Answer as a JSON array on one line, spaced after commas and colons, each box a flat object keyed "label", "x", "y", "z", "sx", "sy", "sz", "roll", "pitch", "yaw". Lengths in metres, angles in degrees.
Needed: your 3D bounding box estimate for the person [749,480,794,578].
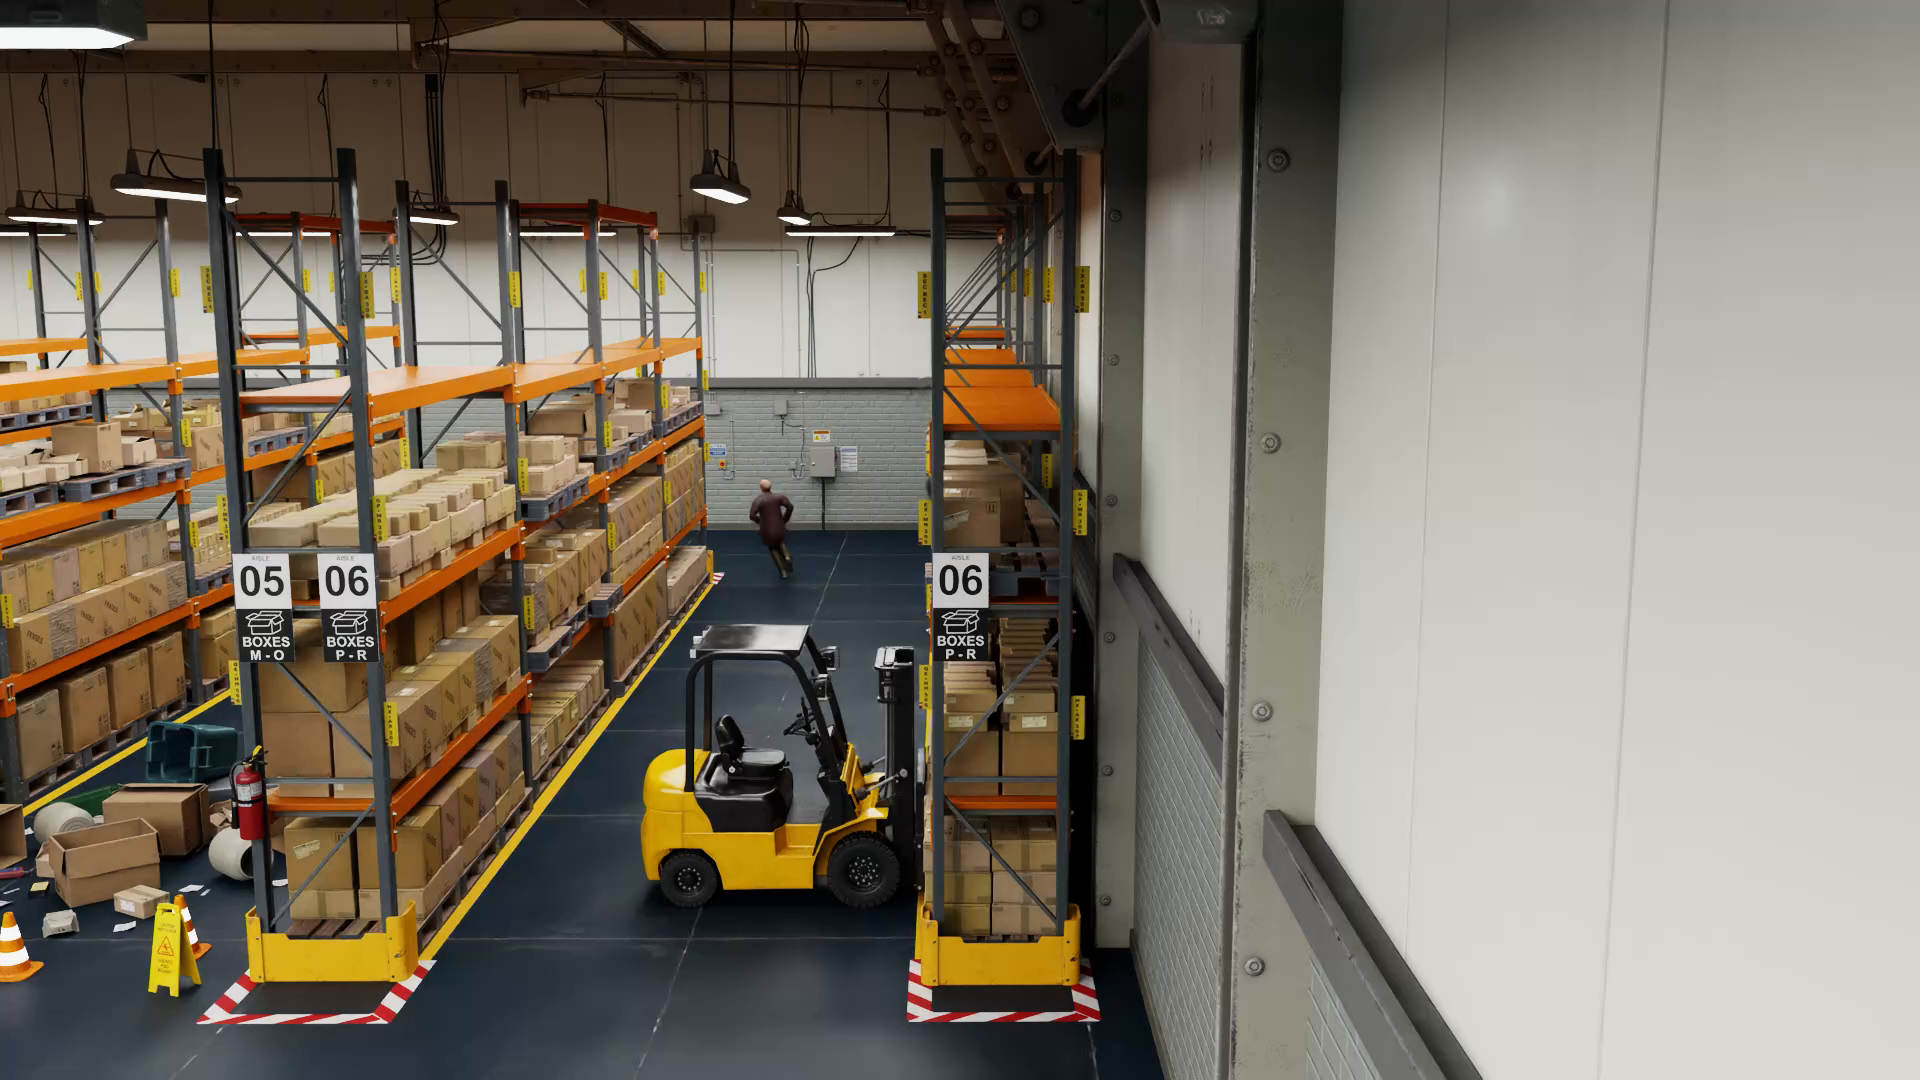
[{"label": "person", "x": -3.249, "y": -0.201, "z": 28.400, "sx": 0.768, "sy": 1.697, "sz": 0.536, "roll": -4, "pitch": 10, "yaw": -23}]
